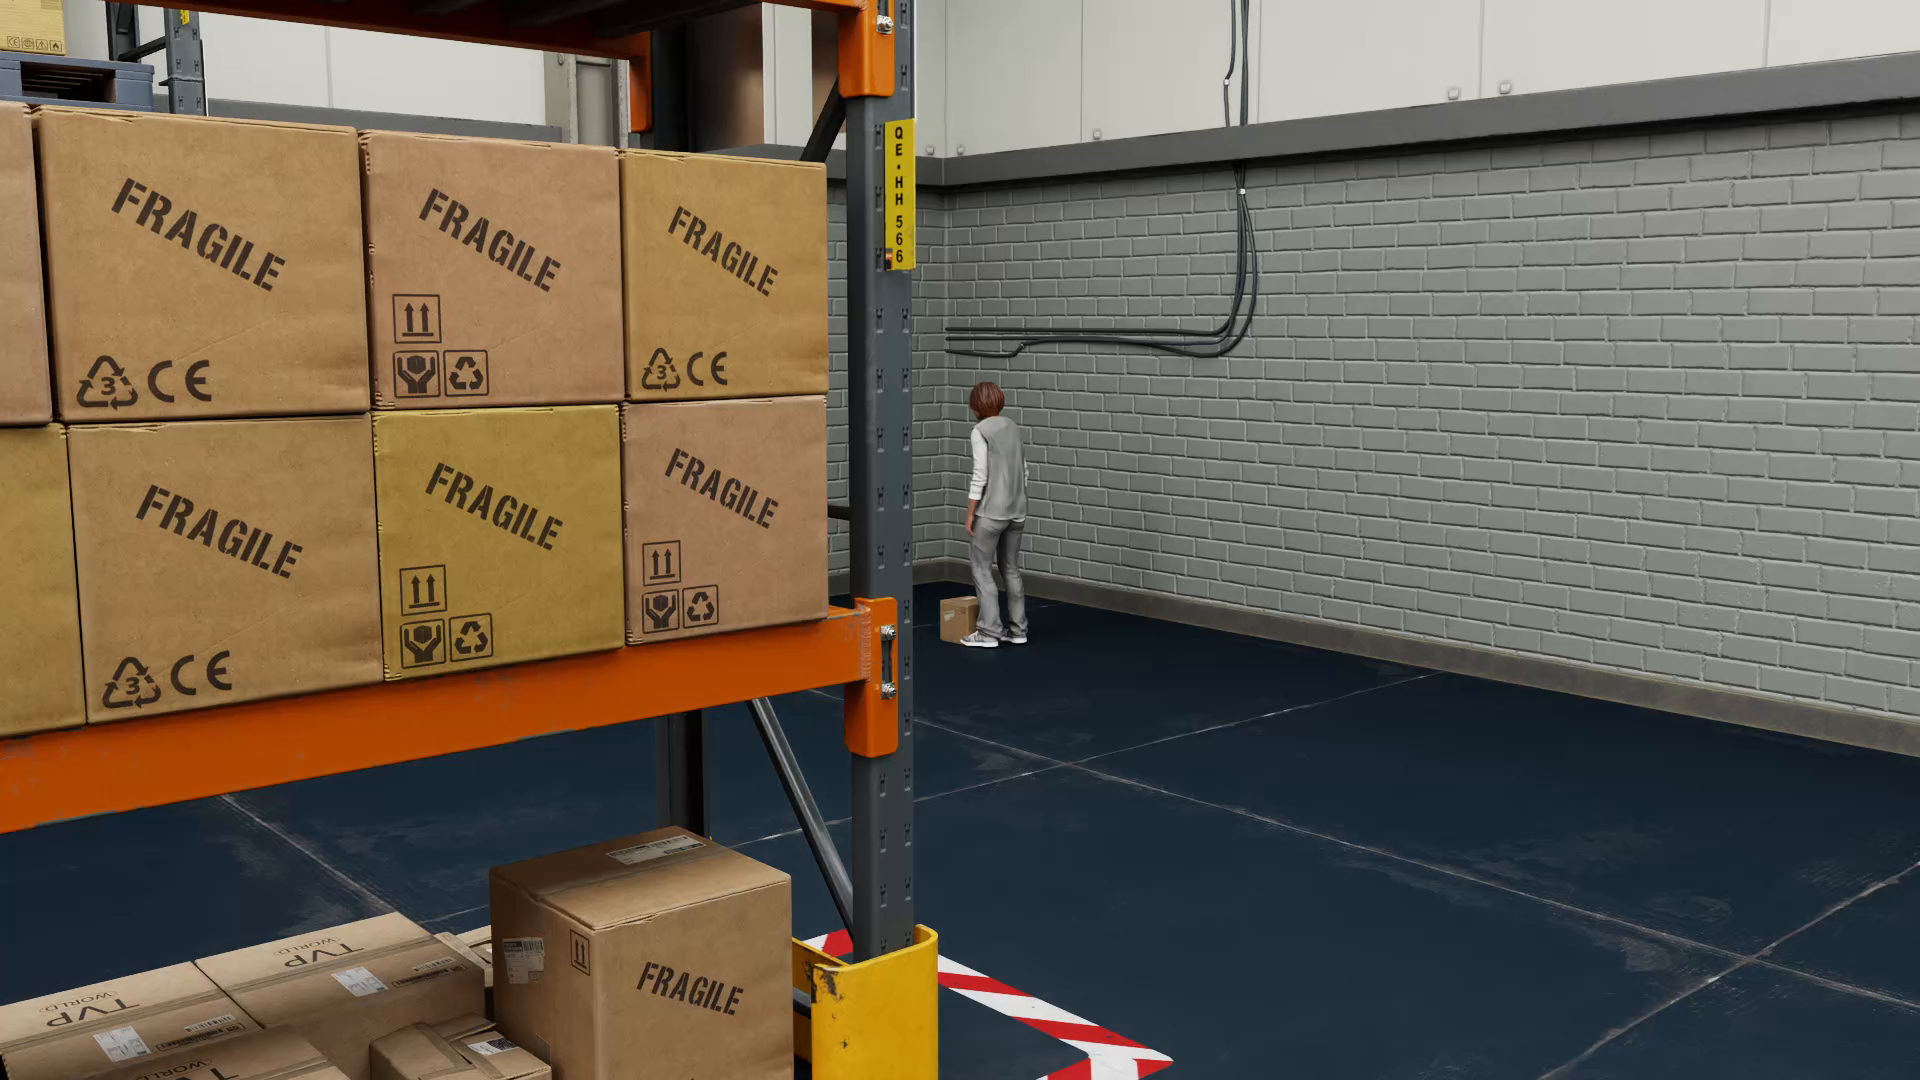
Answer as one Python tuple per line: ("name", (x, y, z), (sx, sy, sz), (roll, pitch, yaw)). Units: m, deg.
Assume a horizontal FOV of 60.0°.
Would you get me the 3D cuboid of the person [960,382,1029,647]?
("person", (0.210, -0.143, 9.951), (0.481, 1.580, 0.378), (-8, 11, -44))
